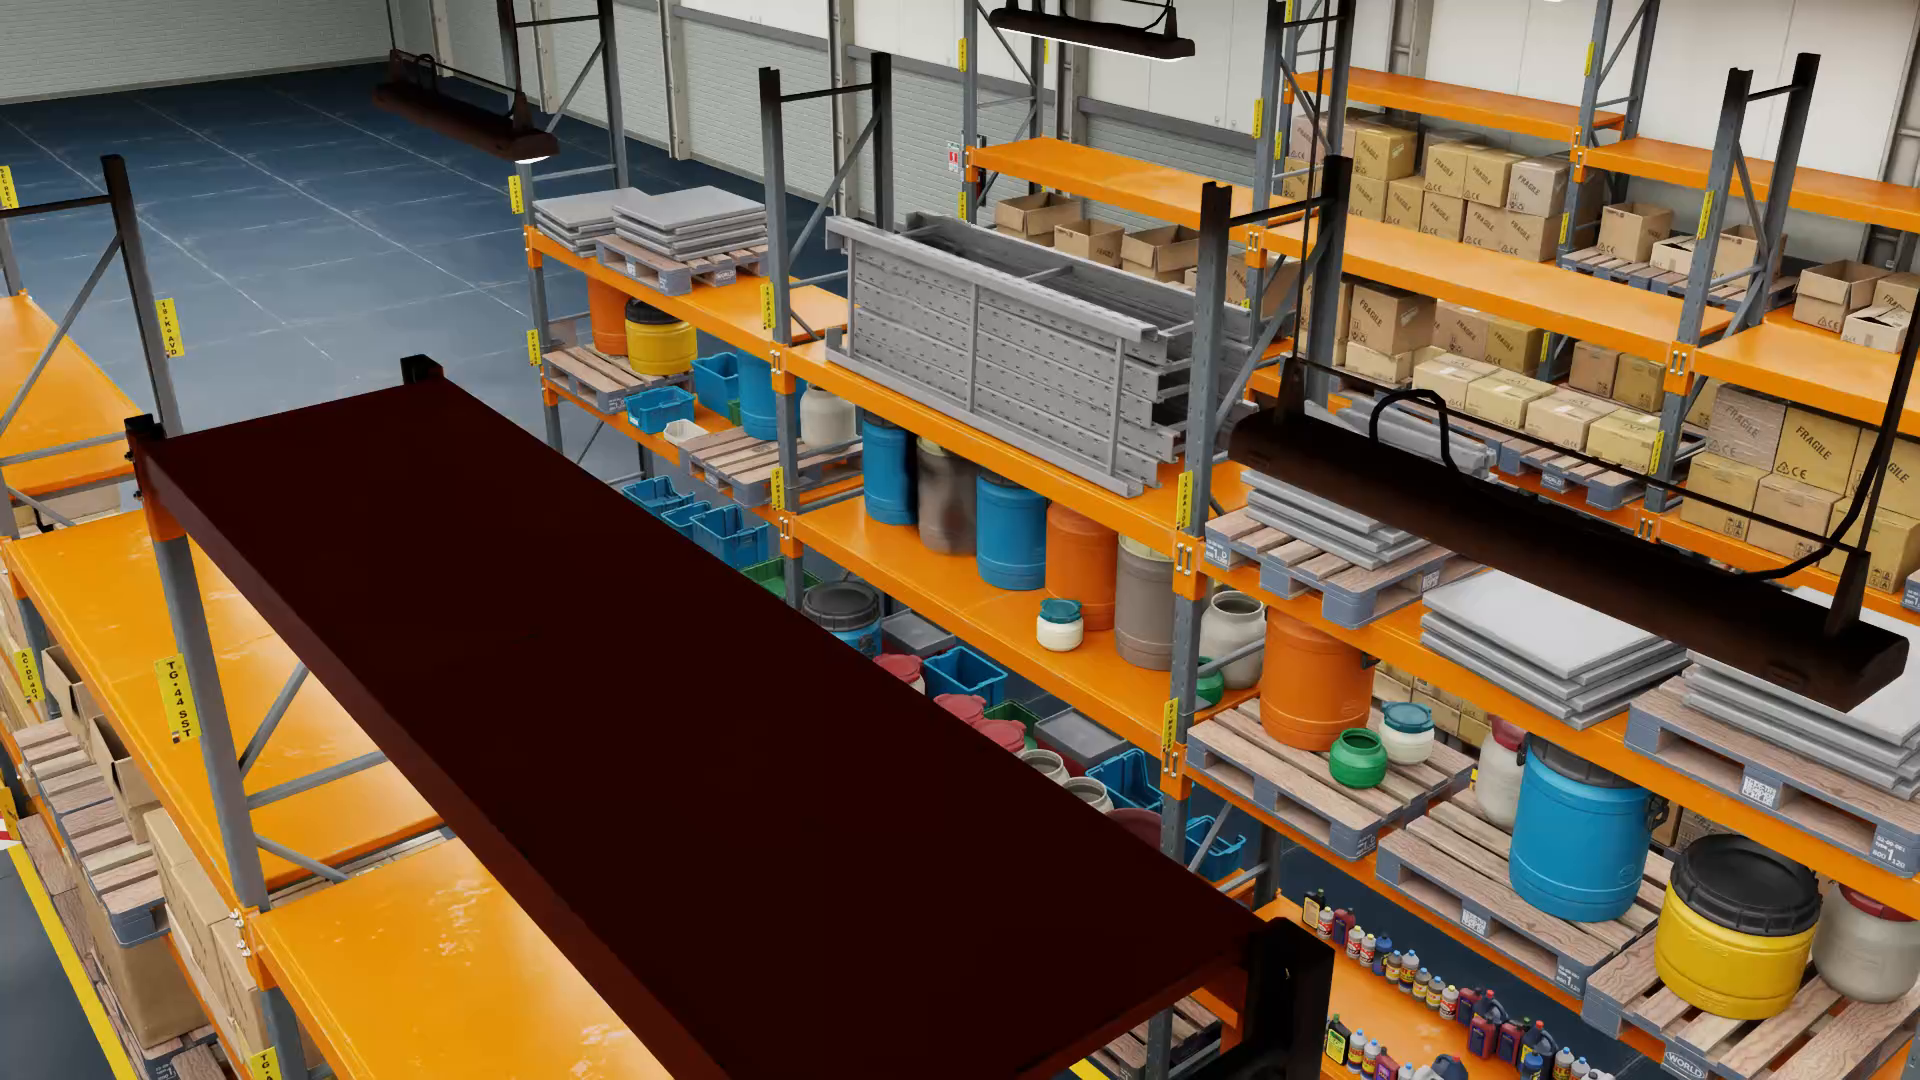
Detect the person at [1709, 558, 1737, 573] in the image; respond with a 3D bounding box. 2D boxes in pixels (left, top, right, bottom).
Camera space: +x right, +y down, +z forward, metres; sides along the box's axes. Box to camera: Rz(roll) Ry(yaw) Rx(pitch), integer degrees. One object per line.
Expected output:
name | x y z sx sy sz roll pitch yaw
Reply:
person | 7.138 0.256 15.728 0.656 1.811 0.832 -23 34 -39
